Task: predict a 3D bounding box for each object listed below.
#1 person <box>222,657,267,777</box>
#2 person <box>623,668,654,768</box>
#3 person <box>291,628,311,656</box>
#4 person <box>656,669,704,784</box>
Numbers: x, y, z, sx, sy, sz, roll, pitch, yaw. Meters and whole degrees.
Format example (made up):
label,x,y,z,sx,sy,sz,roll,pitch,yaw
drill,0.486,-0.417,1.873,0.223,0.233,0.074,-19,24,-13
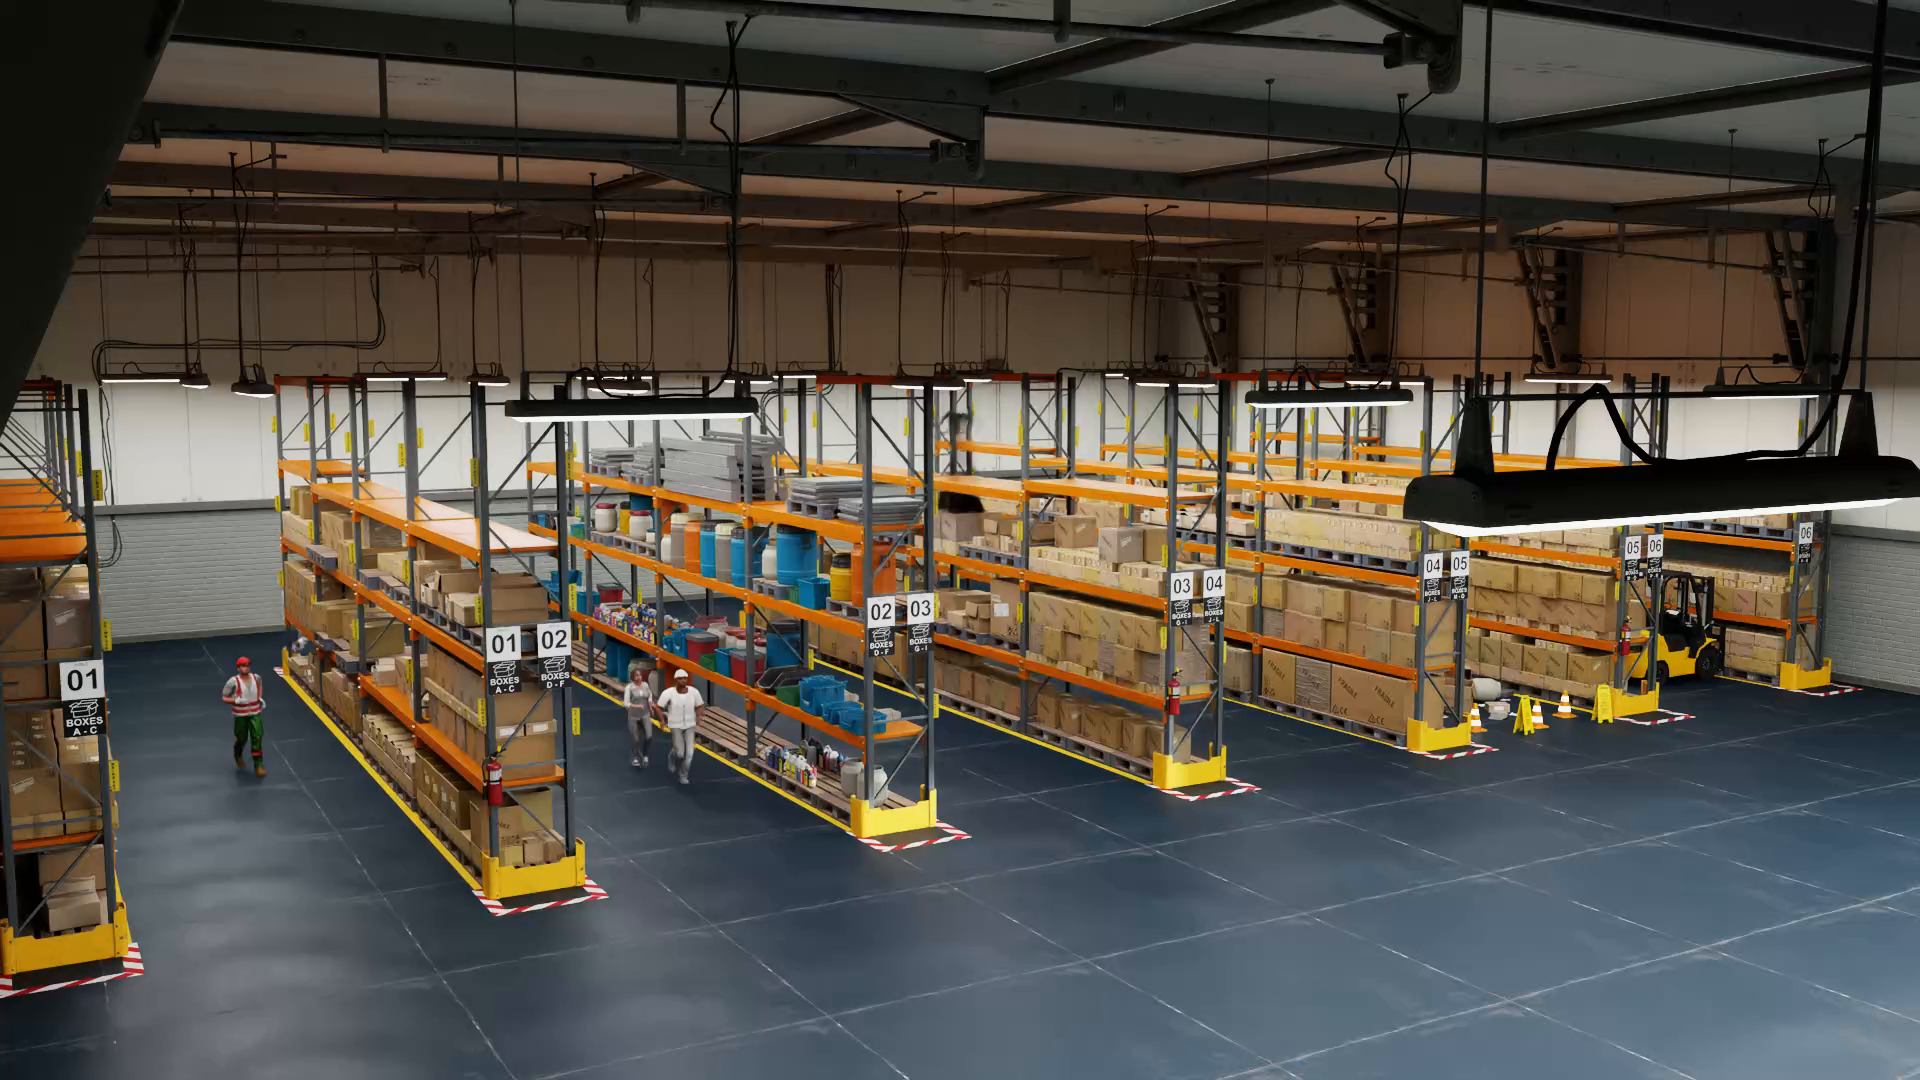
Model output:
label,x,y,z,sx,sy,sz,roll,pitch,yaw
person,-10.830,2.653,25.229,0.656,1.776,0.968,-6,8,-41
person,-4.914,2.741,25.540,0.510,1.570,0.636,-3,7,-27
person,-13.763,1.676,34.758,0.574,1.754,0.676,-2,7,-19
person,-4.143,2.774,24.781,0.710,1.719,0.593,-3,7,-24
